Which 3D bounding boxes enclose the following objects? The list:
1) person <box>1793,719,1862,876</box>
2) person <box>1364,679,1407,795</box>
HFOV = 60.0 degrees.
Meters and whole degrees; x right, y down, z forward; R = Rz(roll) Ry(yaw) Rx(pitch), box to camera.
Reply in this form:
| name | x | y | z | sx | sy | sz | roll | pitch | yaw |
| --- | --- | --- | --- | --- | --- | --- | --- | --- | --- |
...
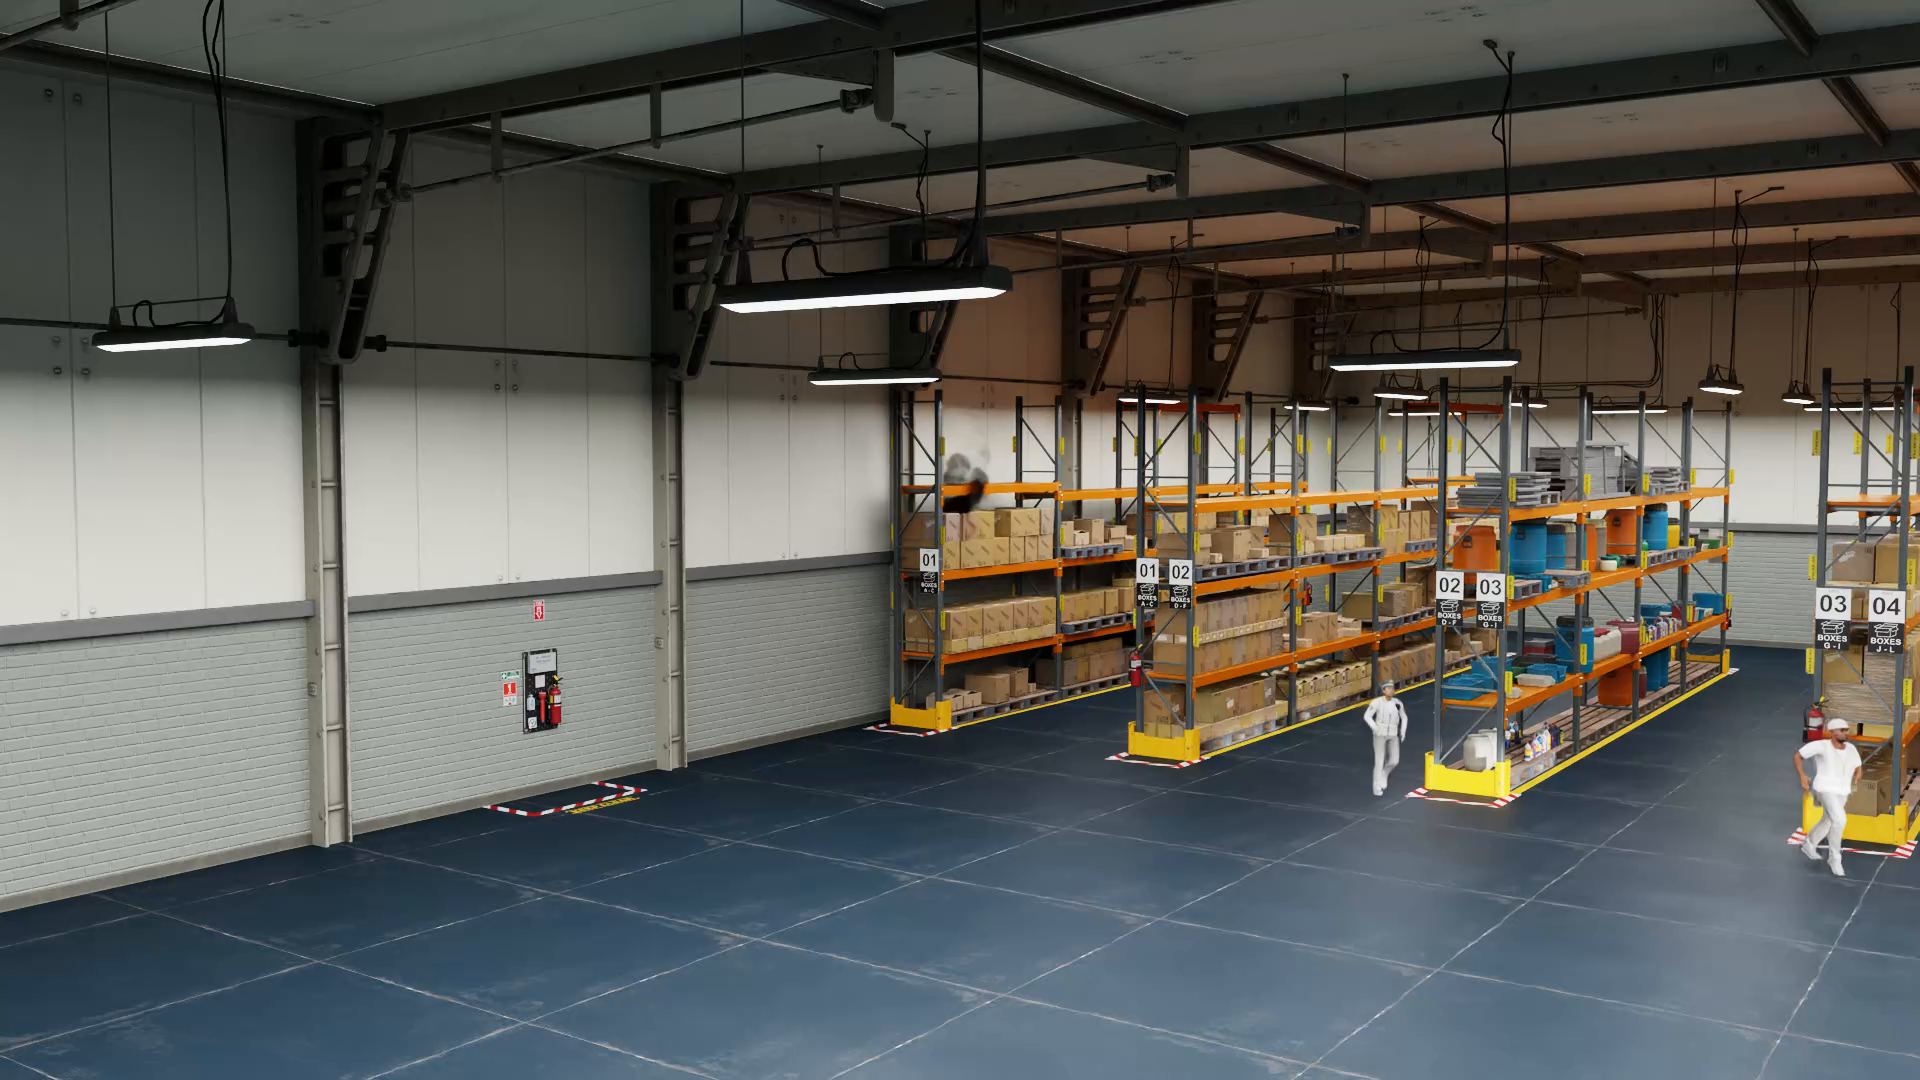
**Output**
| name | x | y | z | sx | sy | sz | roll | pitch | yaw |
| --- | --- | --- | --- | --- | --- | --- | --- | --- | --- |
| person | 10.366 | 3.018 | 19.773 | 0.703 | 1.817 | 0.774 | -1 | 3 | -19 |
| person | 6.152 | 2.831 | 23.921 | 0.646 | 1.670 | 0.488 | 0 | 3 | 1 |
